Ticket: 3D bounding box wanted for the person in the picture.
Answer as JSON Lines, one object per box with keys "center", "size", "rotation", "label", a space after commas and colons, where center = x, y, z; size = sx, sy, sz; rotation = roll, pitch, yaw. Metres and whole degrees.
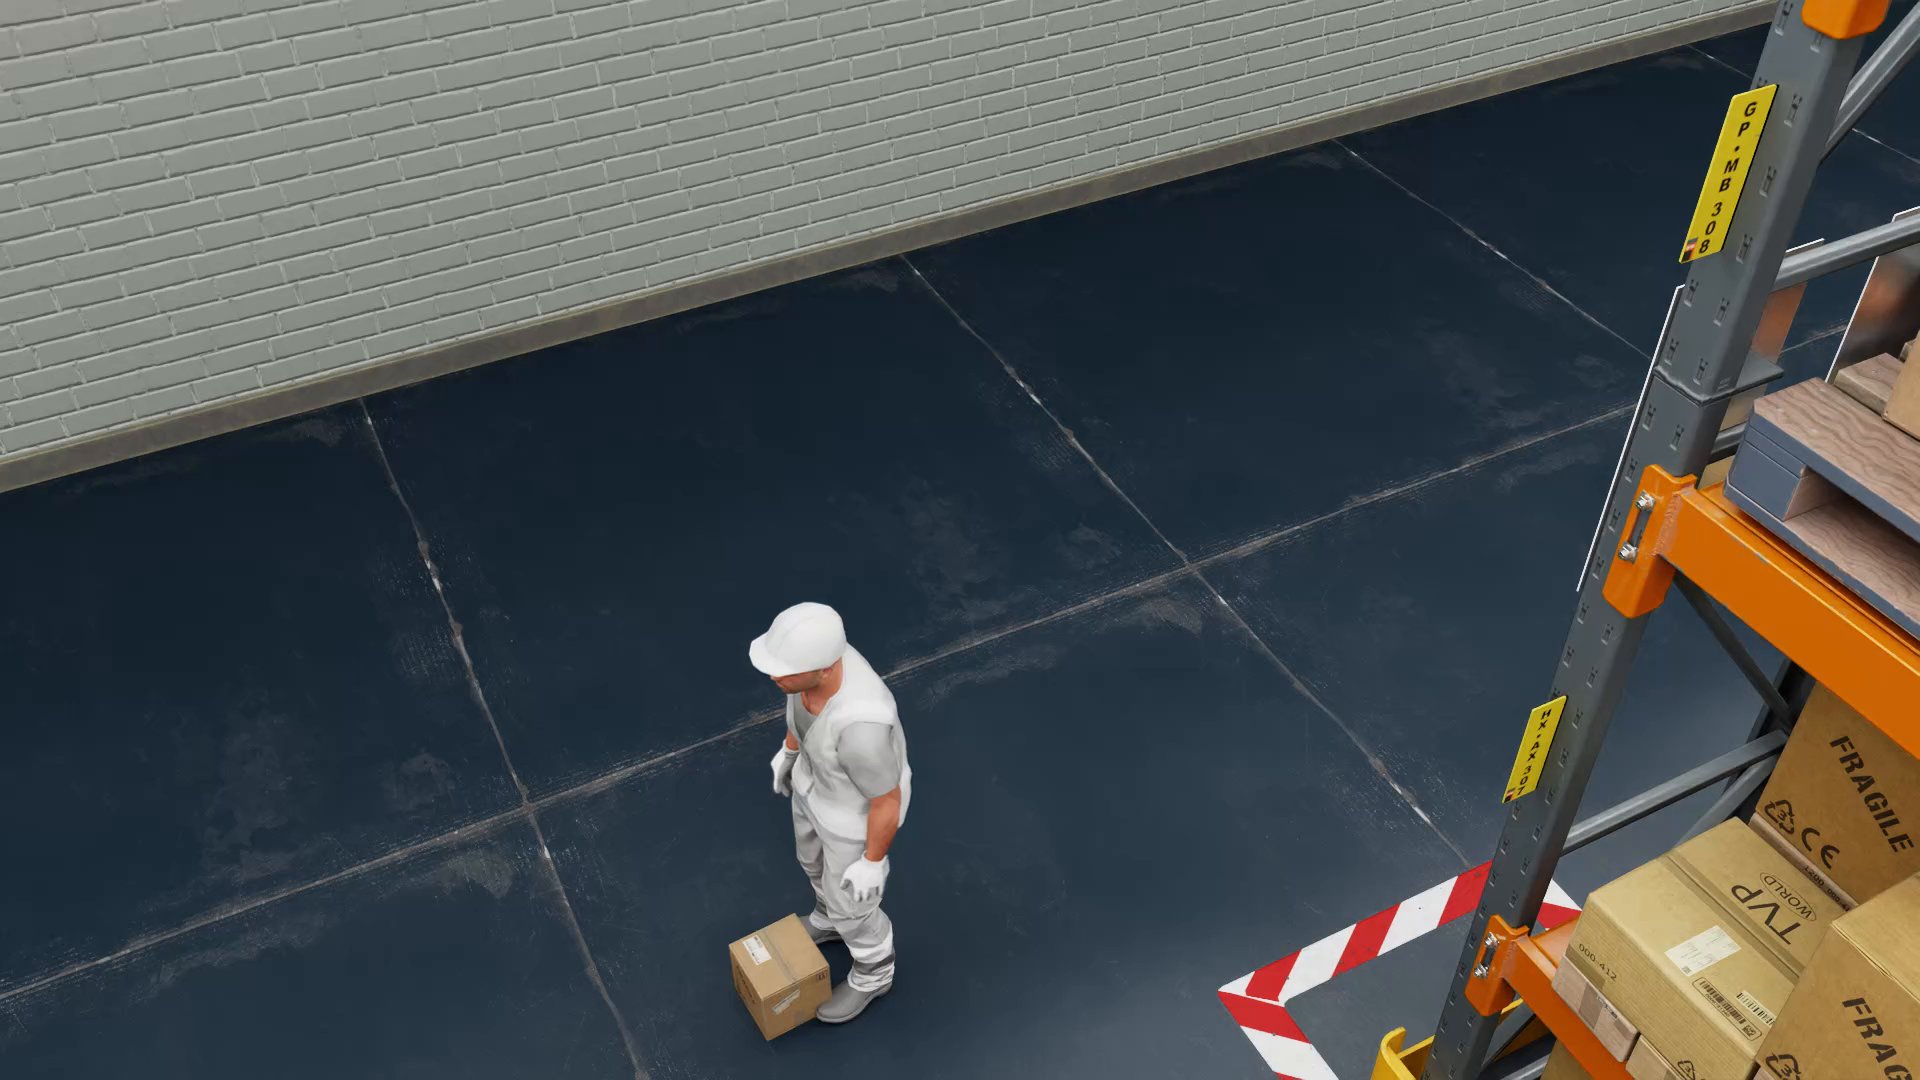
{"center": [-0.392, 0.837, 5.179], "size": [0.445, 1.781, 0.620], "rotation": [-21, 45, -23], "label": "person"}
